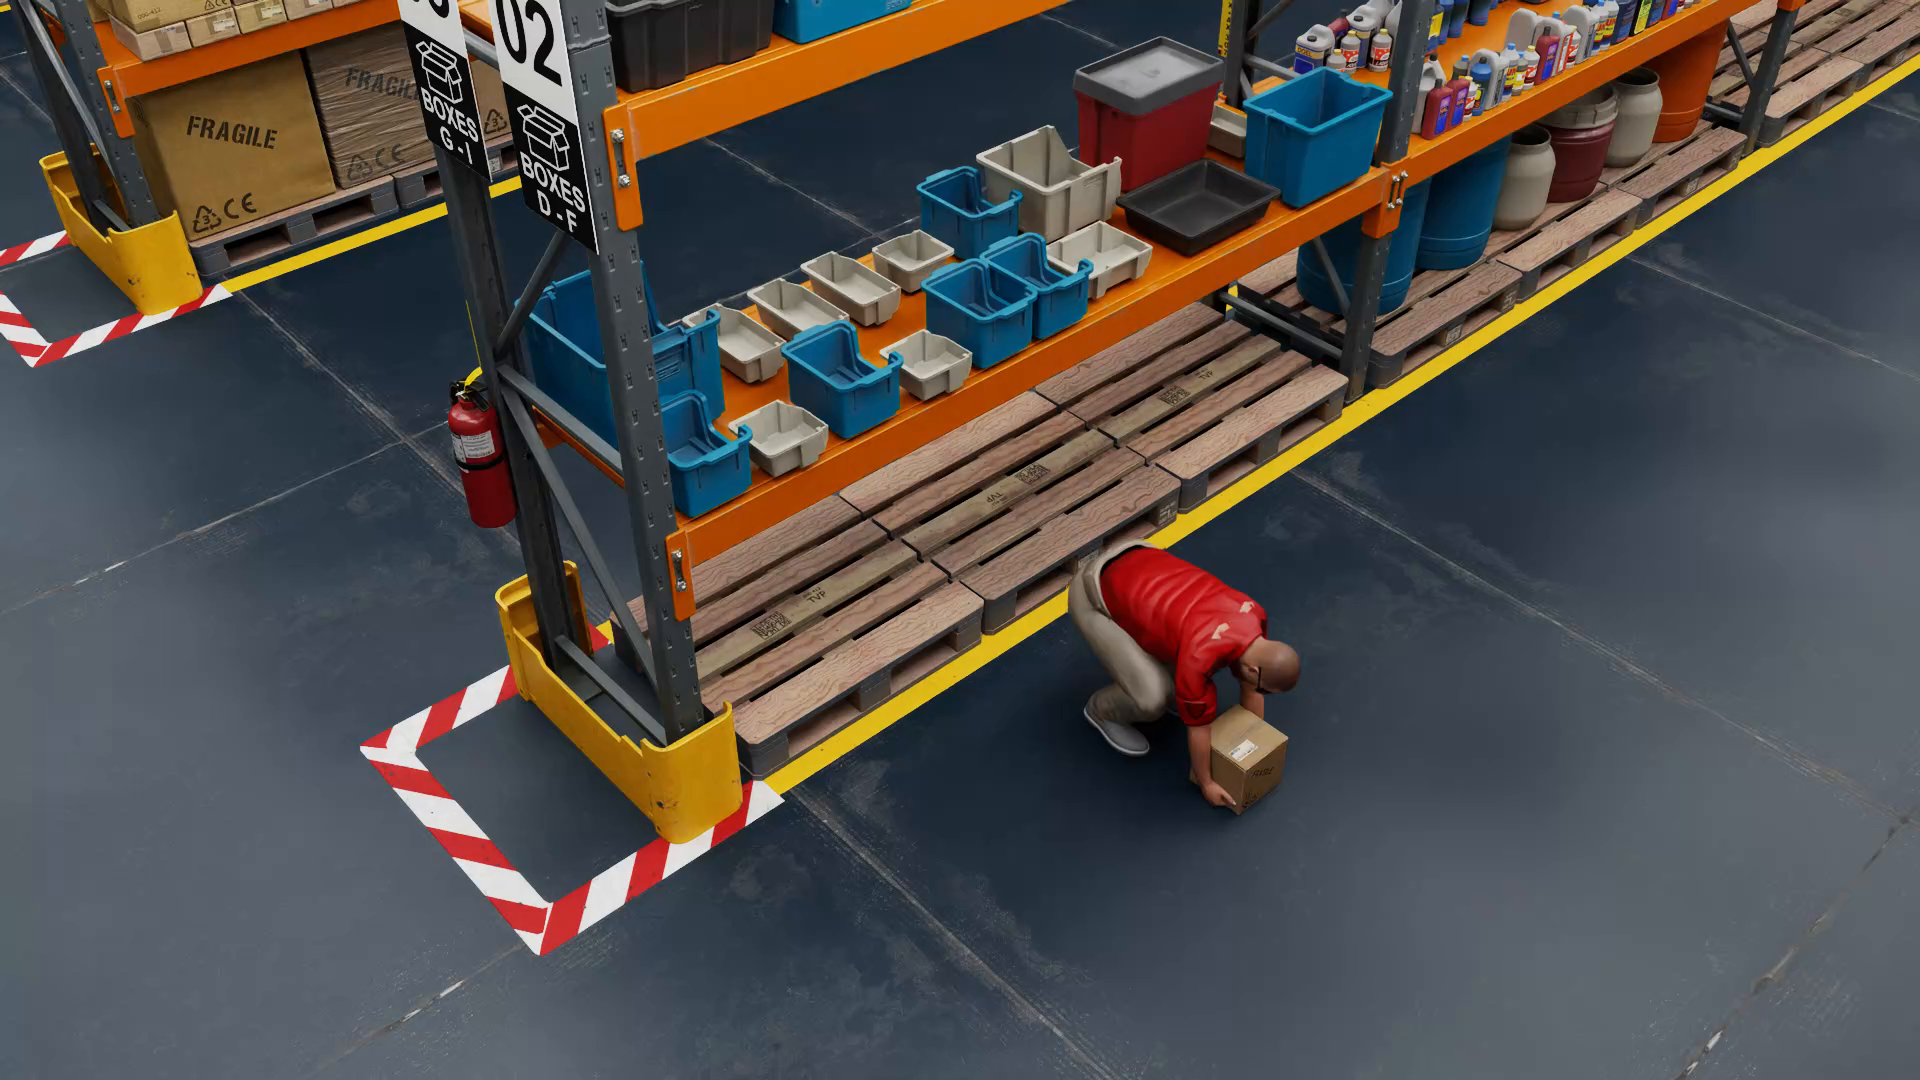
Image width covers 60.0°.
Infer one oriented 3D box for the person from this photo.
[{"bbox_3d":[0.845,0.480,6.328,0.537,0.826,0.955,-32,49,-33],"label":"person"}]
